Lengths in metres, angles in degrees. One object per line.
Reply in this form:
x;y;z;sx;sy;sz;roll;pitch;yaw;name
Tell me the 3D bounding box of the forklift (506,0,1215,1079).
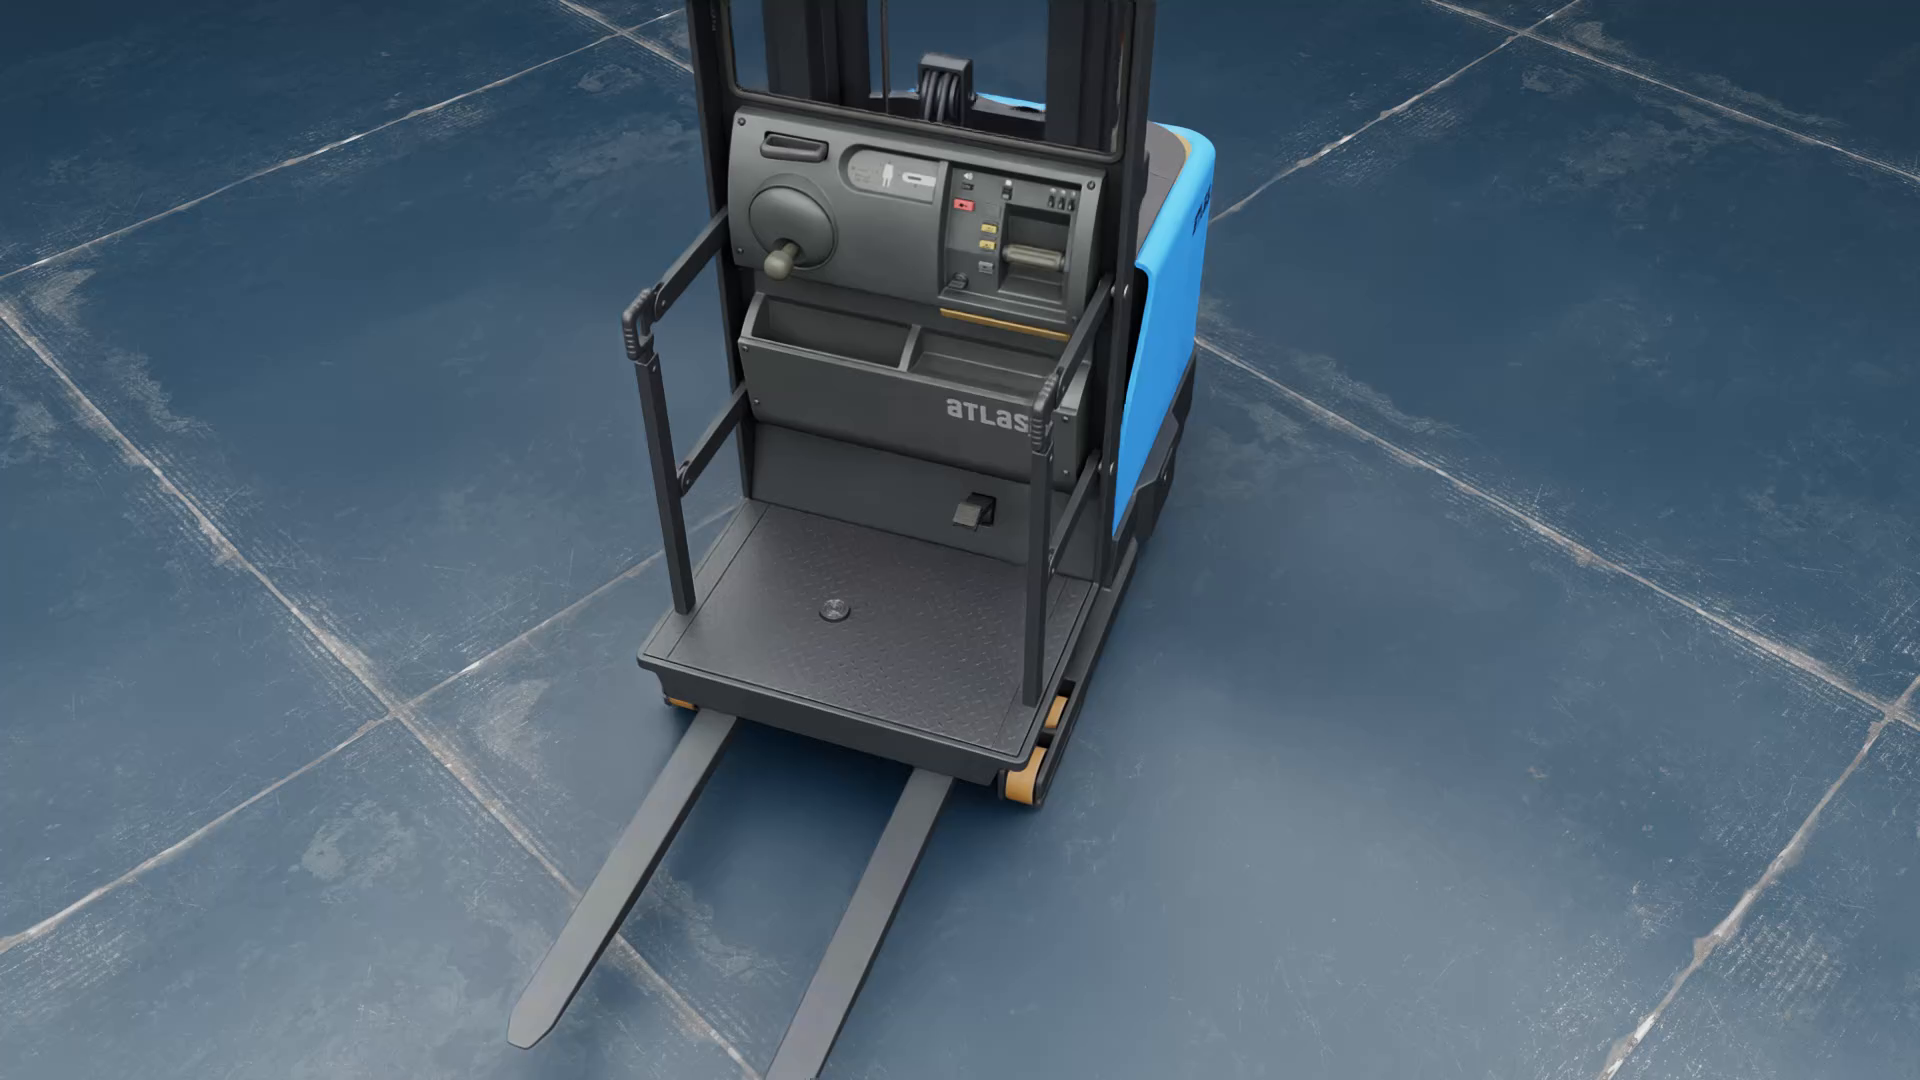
-0.192;-0.685;3.832;1.130;2.935;3.031;14;44;14;forklift
